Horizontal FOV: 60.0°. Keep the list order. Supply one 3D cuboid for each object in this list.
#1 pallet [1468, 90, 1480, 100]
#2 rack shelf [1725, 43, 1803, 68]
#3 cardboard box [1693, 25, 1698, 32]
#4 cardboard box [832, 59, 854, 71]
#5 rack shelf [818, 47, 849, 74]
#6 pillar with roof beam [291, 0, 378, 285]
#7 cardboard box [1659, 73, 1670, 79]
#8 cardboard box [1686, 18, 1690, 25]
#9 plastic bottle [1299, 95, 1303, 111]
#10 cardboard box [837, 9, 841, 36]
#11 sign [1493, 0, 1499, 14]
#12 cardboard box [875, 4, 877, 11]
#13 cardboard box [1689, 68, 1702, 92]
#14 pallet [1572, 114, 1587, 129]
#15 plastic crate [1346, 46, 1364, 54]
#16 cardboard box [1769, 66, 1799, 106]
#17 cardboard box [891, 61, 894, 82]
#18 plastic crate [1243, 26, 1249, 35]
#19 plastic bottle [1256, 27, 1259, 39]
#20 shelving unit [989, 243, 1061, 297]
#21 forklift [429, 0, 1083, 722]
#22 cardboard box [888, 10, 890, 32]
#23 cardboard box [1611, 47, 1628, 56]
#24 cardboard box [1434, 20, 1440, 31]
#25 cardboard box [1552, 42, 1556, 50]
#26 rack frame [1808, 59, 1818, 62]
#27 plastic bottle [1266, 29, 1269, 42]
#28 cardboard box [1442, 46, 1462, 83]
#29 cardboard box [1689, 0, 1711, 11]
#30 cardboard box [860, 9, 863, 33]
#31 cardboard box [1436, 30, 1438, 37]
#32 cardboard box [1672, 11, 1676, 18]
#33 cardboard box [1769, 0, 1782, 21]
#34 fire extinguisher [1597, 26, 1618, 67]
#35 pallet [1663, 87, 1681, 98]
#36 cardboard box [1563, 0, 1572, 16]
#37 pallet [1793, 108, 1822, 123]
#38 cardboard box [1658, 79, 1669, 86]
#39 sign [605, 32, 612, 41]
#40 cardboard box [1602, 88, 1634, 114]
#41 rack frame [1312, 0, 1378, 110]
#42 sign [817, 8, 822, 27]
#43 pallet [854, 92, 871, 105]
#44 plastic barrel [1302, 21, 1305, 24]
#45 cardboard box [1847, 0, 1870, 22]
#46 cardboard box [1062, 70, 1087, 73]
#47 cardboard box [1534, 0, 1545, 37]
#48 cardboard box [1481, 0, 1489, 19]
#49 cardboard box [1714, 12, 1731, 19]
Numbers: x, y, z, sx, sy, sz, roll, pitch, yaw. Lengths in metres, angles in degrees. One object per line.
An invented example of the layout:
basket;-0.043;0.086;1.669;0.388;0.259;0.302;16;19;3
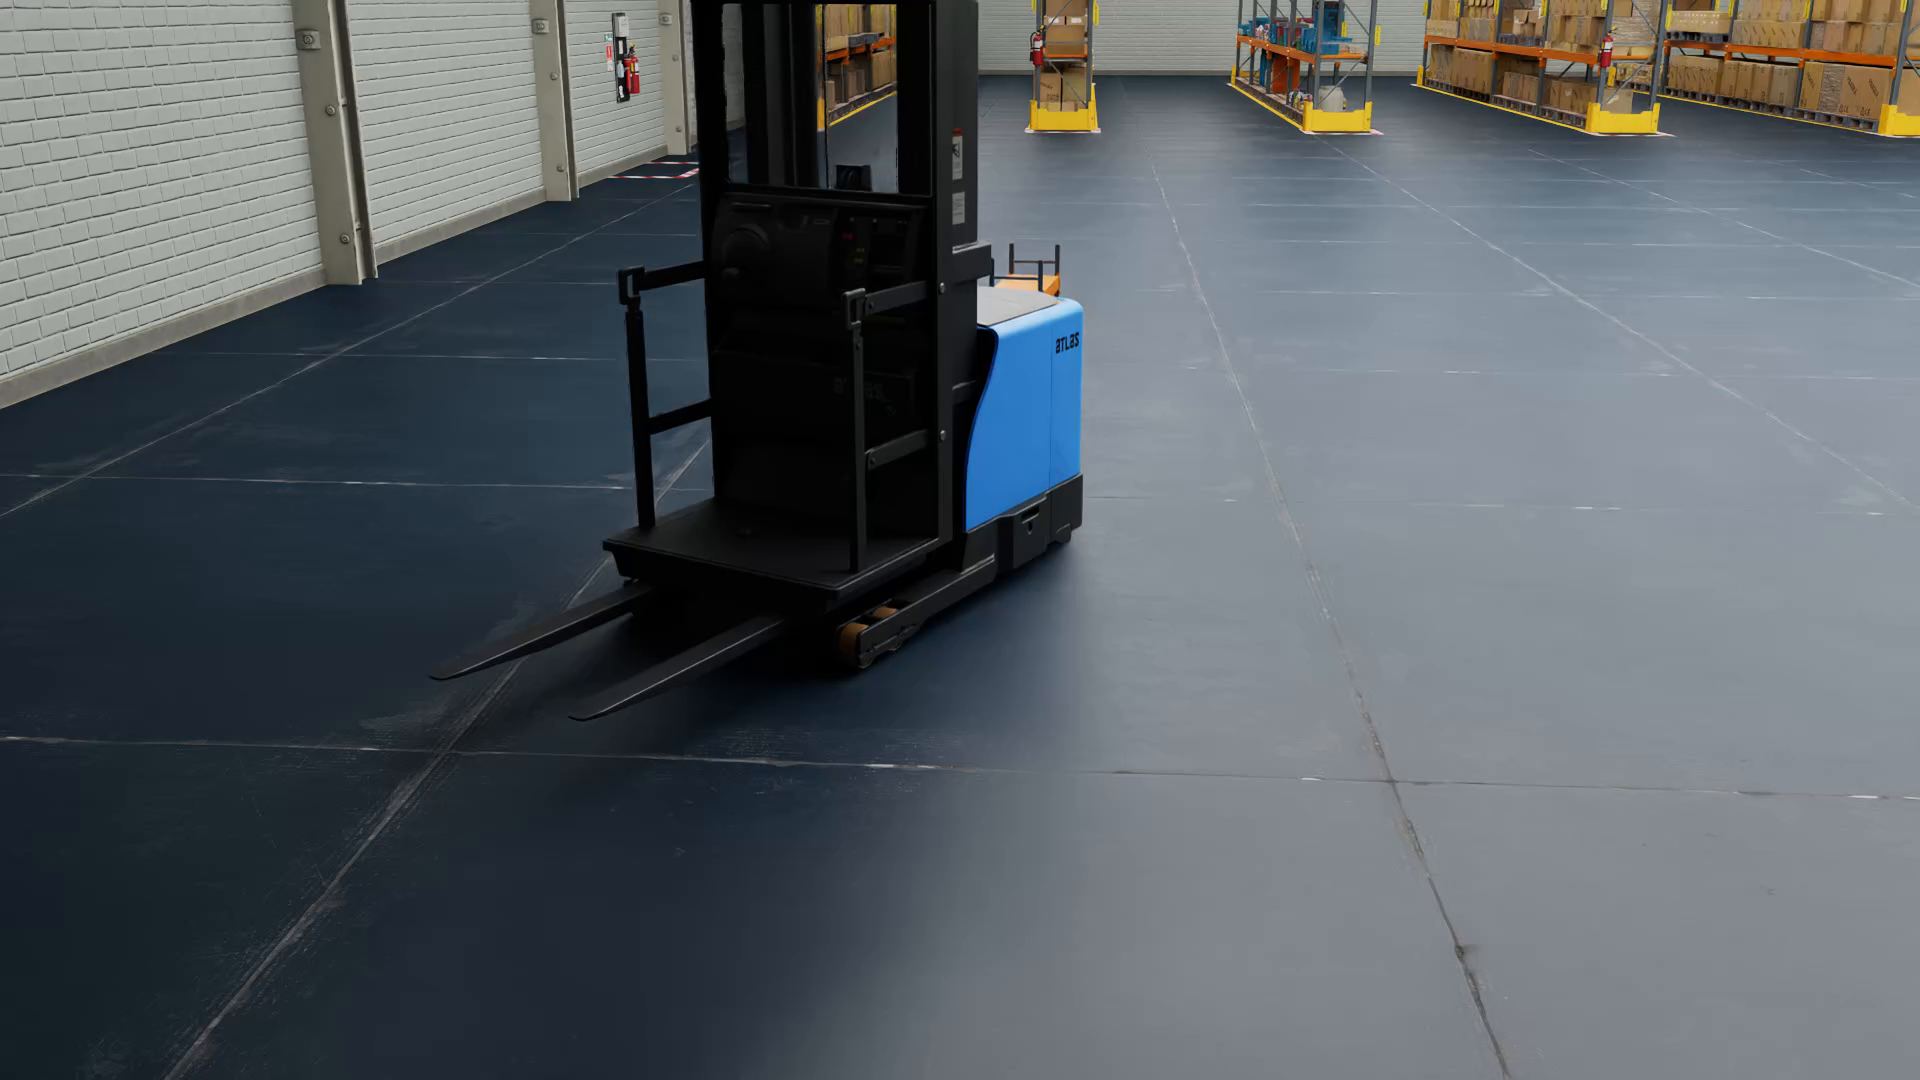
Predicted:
pallet;12.536;-10.437;38.935;1.003;0.211;1.213;1;18;4
rack shelf;17.110;-10.036;34.388;1.077;0.370;4.000;1;18;4
cardboard box;16.928;-11.641;37.860;0.380;0.149;0.250;2;18;6
cardboard box;-2.611;-10.450;36.600;0.500;0.250;0.500;2;18;5
rack shelf;-2.938;-9.267;32.043;1.077;0.370;4.000;1;18;4
pillar with roof beam;-0.891;-6.389;12.469;9.100;9.000;0.400;1;18;4
cardboard box;17.246;-11.332;40.616;0.380;0.149;0.250;2;18;5
cardboard box;16.964;-11.943;38.305;0.380;0.149;0.250;1;18;3
plastic bottle;6.485;-8.302;31.597;0.061;0.283;0.133;2;18;5
cardboard box;-2.597;-10.060;32.311;0.500;0.500;0.500;1;18;2
sign;11.760;-11.702;36.460;0.100;0.325;0.005;1;18;4
cardboard box;-2.180;-12.329;38.358;0.500;0.250;0.500;1;18;3
cardboard box;17.103;-10.546;38.132;0.500;0.500;0.500;0;18;1
pallet;11.839;-7.606;30.297;1.003;0.211;1.213;1;18;4
plastic crate;7.185;-8.912;30.228;0.298;0.136;0.250;1;18;4
cardboard box;16.922;-9.082;33.260;1.050;0.750;0.750;1;18;4
cardboard box;-2.065;-11.956;42.435;0.700;0.500;0.500;2;18;5
plastic crate;7.485;-13.113;42.798;0.416;0.233;0.300;1;18;4
plastic bottle;7.202;-12.220;40.107;0.097;0.271;0.097;0;18;0
shelving unit;0.300;-0.746;7.773;0.258;1.200;0.503;4;19;12
forklift;-0.649;-1.092;6.048;1.130;2.935;3.031;11;21;29
cardboard box;-2.003;-12.764;40.890;0.500;0.500;0.500;1;18;3
cardboard box;11.555;-8.630;29.346;0.380;0.149;0.250;1;18;4
cardboard box;12.513;-13.235;42.760;0.500;0.250;0.500;1;18;2
cardboard box;11.690;-9.563;32.195;0.380;0.149;0.250;1;18;4
rack frame;22.772;-13.404;43.513;1.000;3.000;0.127;1;18;4
plastic bottle;7.034;-11.493;37.887;0.097;0.271;0.097;0;18;0
cardboard box;12.792;-12.056;42.136;0.875;0.875;0.875;1;18;4
cardboard box;17.816;-13.040;40.157;0.500;0.500;0.500;2;18;5
cardboard box;-2.532;-11.583;37.088;0.700;0.500;0.500;-1;18;-3
cardboard box;12.443;-13.004;42.695;0.380;0.149;0.250;1;18;3
cardboard box;17.040;-12.405;39.238;0.380;0.149;0.250;2;18;5
cardboard box;17.106;-10.907;34.126;0.700;0.500;0.500;1;18;3
fire extinguisher;11.272;-8.594;28.958;0.296;0.674;0.183;1;18;4
pallet;17.486;-10.674;39.659;1.003;0.211;1.213;1;18;4
cardboard box;11.671;-10.118;31.240;0.500;0.500;0.500;1;18;4
pallet;16.835;-8.197;32.099;1.003;0.211;1.213;1;18;4
cardboard box;17.229;-11.215;40.737;0.380;0.149;0.250;2;18;5
sign;-4.673;-6.695;22.130;0.001;0.109;0.331;1;18;4
cardboard box;11.802;-7.861;29.937;0.500;0.500;0.500;5;19;14
rack frame;6.800;-8.767;29.360;1.000;3.000;0.127;1;18;4
sign;-2.540;-9.387;29.864;0.100;0.325;0.005;1;18;4
pallet;-2.565;-9.905;37.312;1.003;0.211;1.213;1;18;4
plastic barrel;7.483;-10.849;35.537;0.421;0.512;0.421;0;18;0
cardboard box;16.777;-9.724;30.307;0.875;0.550;0.500;1;18;4
cardboard box;2.177;-8.600;31.389;0.500;0.500;0.500;1;18;4
cardboard box;12.224;-10.627;33.399;1.000;1.000;1.000;1;18;4
cardboard box;12.473;-12.302;38.379;0.797;0.503;0.637;2;18;6
cardboard box;16.832;-11.524;36.549;0.380;0.149;0.250;1;18;2
